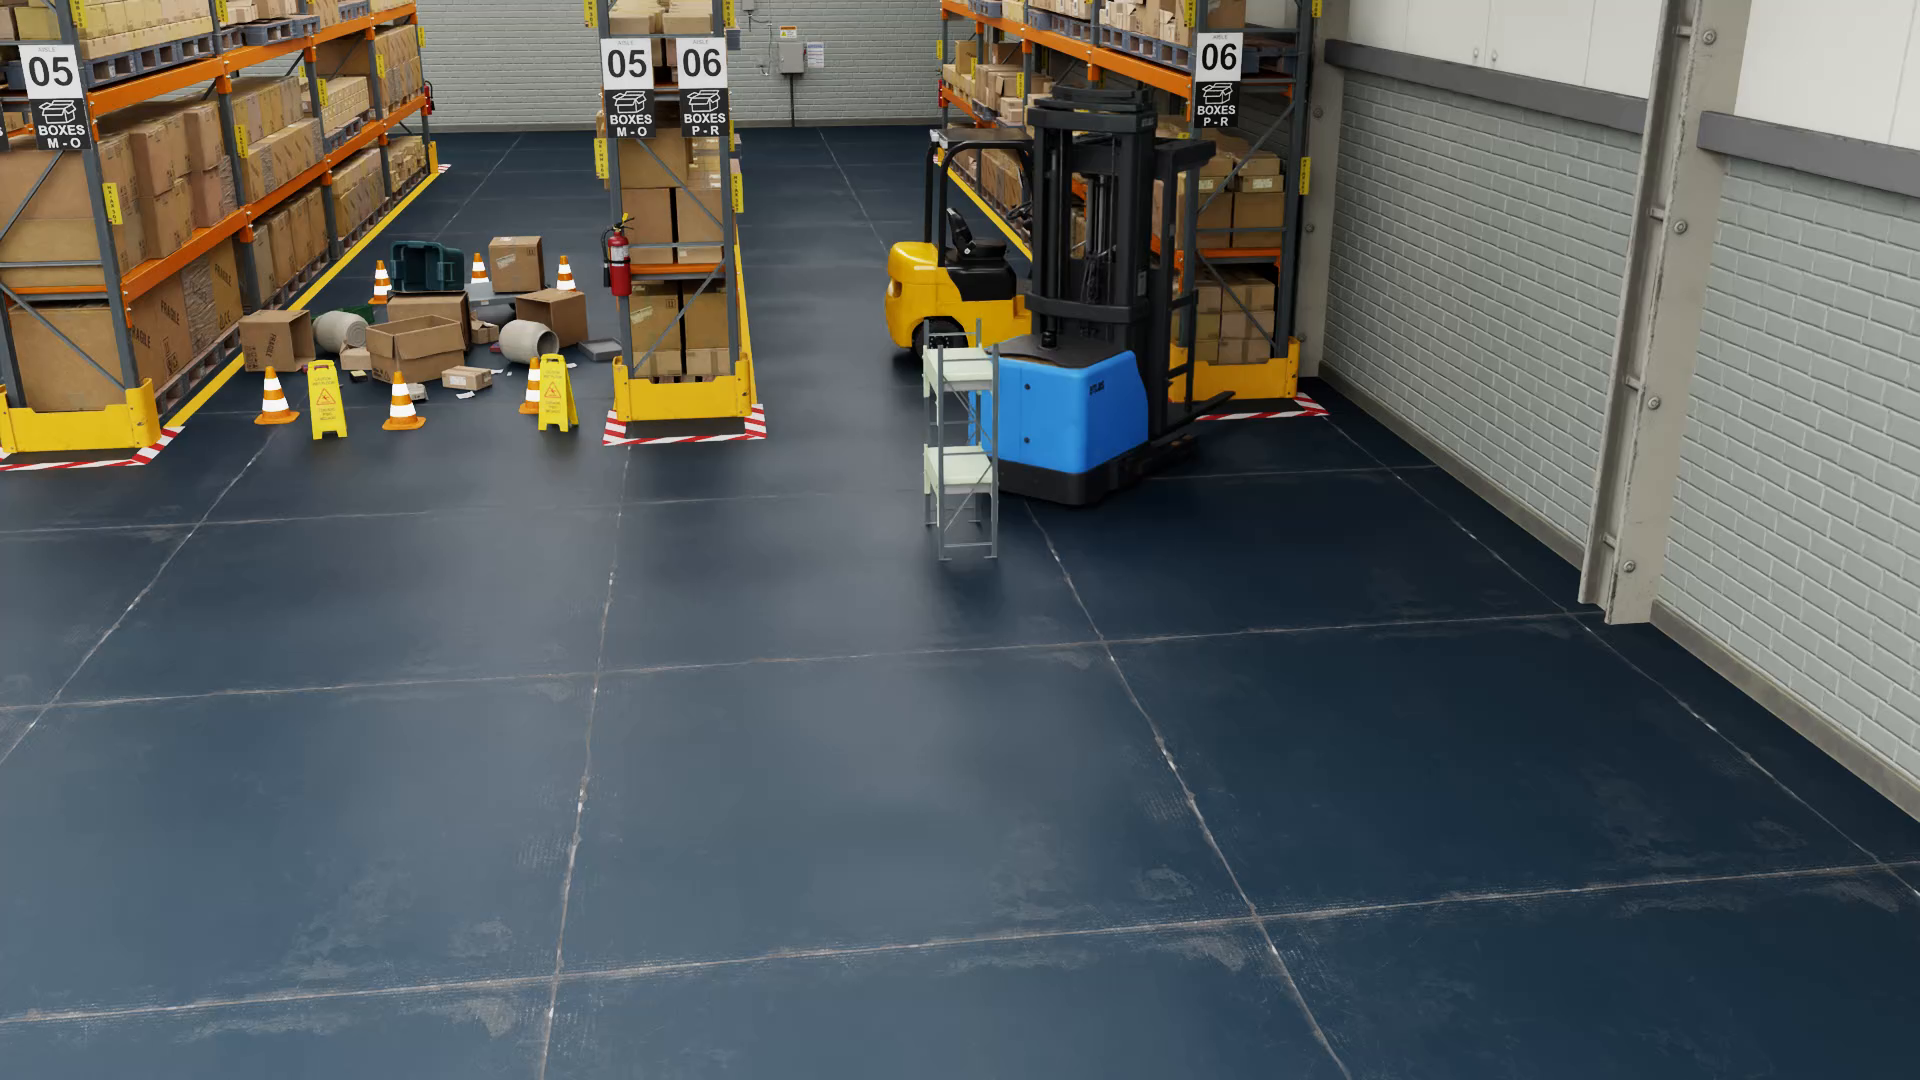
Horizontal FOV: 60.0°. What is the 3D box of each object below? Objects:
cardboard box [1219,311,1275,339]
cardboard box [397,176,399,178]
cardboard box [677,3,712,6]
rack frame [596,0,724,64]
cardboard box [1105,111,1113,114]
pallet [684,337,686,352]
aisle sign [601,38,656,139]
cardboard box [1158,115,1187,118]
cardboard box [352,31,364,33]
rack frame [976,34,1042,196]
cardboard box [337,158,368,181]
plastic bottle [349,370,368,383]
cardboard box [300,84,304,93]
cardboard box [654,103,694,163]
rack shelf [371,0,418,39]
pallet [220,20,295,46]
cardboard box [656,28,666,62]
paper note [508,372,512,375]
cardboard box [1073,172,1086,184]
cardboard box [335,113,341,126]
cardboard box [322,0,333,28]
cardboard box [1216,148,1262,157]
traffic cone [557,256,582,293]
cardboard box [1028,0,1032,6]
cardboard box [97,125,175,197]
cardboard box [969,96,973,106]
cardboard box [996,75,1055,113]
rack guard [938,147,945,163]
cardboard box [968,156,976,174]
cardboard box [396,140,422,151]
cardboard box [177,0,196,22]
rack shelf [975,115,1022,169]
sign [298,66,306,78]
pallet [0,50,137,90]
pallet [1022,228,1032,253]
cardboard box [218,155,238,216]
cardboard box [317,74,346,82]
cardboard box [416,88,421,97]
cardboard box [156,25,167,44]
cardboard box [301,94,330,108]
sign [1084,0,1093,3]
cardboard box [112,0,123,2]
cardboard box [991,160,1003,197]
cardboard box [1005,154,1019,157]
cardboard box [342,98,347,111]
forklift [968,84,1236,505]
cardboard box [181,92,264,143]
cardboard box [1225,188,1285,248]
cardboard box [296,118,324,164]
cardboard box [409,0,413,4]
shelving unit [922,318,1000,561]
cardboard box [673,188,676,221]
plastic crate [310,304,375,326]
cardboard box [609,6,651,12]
[{"bbox_3d":[2.626,-2.065,15.572,0.500,0.250,0.500,-3,21,-7],"label":"cardboard box"},{"bbox_3d":[-8.896,-5.546,25.753,0.380,0.149,0.250,-3,21,-8],"label":"cardboard box"},{"bbox_3d":[-2.484,-4.998,15.744,0.380,0.149,0.250,-3,21,-7],"label":"cardboard box"},{"bbox_3d":[-2.423,-5.307,13.065,1.000,3.000,0.127,-3,21,-8],"label":"rack frame"},{"bbox_3d":[1.942,-5.061,19.909,0.380,0.149,0.250,-3,21,-8],"label":"cardboard box"},{"bbox_3d":[-2.688,-1.921,16.559,1.003,0.211,1.213,-3,21,-8],"label":"pallet"},{"bbox_3d":[-2.701,-3.679,13.563,0.394,0.787,0.004,-3,21,-8],"label":"aisle sign"},{"bbox_3d":[2.257,-4.528,18.058,0.380,0.149,0.250,-3,21,-8],"label":"cardboard box"},{"bbox_3d":[-9.602,-7.706,26.064,0.500,0.500,0.500,-4,21,-9],"label":"cardboard box"},{"bbox_3d":[0.759,-6.903,25.912,1.000,3.000,0.127,-3,21,-8],"label":"rack frame"},{"bbox_3d":[-8.528,-5.138,23.086,0.500,0.250,0.500,-4,21,-10],"label":"cardboard box"},{"bbox_3d":[-5.729,-1.565,15.818,0.133,0.061,0.283,-11,23,-26],"label":"plastic bottle"},{"bbox_3d":[-9.283,-6.205,22.951,0.380,0.149,0.250,-3,21,-8],"label":"cardboard box"},{"bbox_3d":[-2.888,-3.844,15.724,0.700,0.500,0.500,-3,21,-8],"label":"cardboard box"},{"bbox_3d":[-9.325,-8.128,25.931,1.077,0.370,4.000,-3,21,-8],"label":"rack shelf"},{"bbox_3d":[-8.150,-5.692,18.650,1.003,0.211,1.213,-2,21,-5],"label":"pallet"},{"bbox_3d":[-2.821,-4.310,14.470,0.500,0.250,0.500,-3,21,-8],"label":"cardboard box"},{"bbox_3d":[-4.330,-1.600,15.986,0.032,0.001,0.123,-3,21,-8],"label":"paper note"},{"bbox_3d":[1.581,-4.224,18.954,0.500,0.250,0.500,-2,21,-7],"label":"cardboard box"},{"bbox_3d":[-8.483,-5.598,22.176,0.380,0.149,0.250,-2,21,-6],"label":"cardboard box"},{"bbox_3d":[-8.358,-6.818,21.254,0.500,0.500,0.500,-3,21,-8],"label":"cardboard box"},{"bbox_3d":[2.595,-3.549,15.435,0.380,0.149,0.250,-3,21,-7],"label":"cardboard box"},{"bbox_3d":[-4.563,-3.052,19.227,0.336,0.463,0.334,-3,21,-8],"label":"traffic cone"},{"bbox_3d":[1.085,-6.922,21.265,0.380,0.166,0.250,-3,21,-8],"label":"cardboard box"},{"bbox_3d":[-7.438,-3.305,14.521,0.875,0.550,0.550,-3,21,-8],"label":"cardboard box"},{"bbox_3d":[0.343,-7.061,26.694,0.380,0.149,0.250,-2,21,-6],"label":"cardboard box"},{"bbox_3d":[0.917,-6.319,23.601,0.797,0.503,0.637,-3,21,-9],"label":"cardboard box"},{"bbox_3d":[0.193,-7.091,29.987,1.175,0.500,0.348,-3,21,-8],"label":"rack guard"},{"bbox_3d":[0.336,-6.121,27.125,0.396,0.266,0.258,-2,21,-6],"label":"cardboard box"},{"bbox_3d":[-9.143,-6.548,27.585,0.380,0.149,0.250,-3,21,-9],"label":"cardboard box"},{"bbox_3d":[-7.485,-4.982,15.528,0.500,0.250,0.500,-3,21,-8],"label":"cardboard box"},{"bbox_3d":[1.047,-5.874,24.184,1.077,0.370,4.000,-3,21,-8],"label":"rack shelf"},{"bbox_3d":[-9.572,-6.743,24.244,0.100,0.325,0.005,-3,21,-8],"label":"sign"},{"bbox_3d":[-7.424,-3.832,13.529,1.003,0.211,1.213,-3,21,-8],"label":"pallet"},{"bbox_3d":[1.415,-3.925,21.924,1.003,0.211,1.213,-3,21,-8],"label":"pallet"},{"bbox_3d":[-7.818,-3.540,16.694,0.875,0.550,0.550,-3,21,-8],"label":"cardboard box"},{"bbox_3d":[-9.386,-6.706,24.817,0.500,0.500,0.500,-3,21,-8],"label":"cardboard box"},{"bbox_3d":[-9.286,-7.536,27.964,0.380,0.149,0.250,-3,21,-8],"label":"cardboard box"},{"bbox_3d":[-7.293,-4.490,14.779,0.380,0.149,0.250,-3,21,-8],"label":"cardboard box"},{"bbox_3d":[-8.407,-5.688,21.566,0.380,0.149,0.250,-3,21,-8],"label":"cardboard box"},{"bbox_3d":[1.376,-5.898,17.743,0.100,0.325,0.005,-3,21,-8],"label":"sign"},{"bbox_3d":[-7.148,-4.511,13.697,0.380,0.149,0.250,-3,21,-7],"label":"cardboard box"},{"bbox_3d":[0.760,-5.393,24.842,0.500,0.500,0.500,-4,21,-9],"label":"cardboard box"},{"bbox_3d":[0.865,-5.554,24.346,0.380,0.149,0.250,-3,21,-8],"label":"cardboard box"},{"bbox_3d":[-8.560,-5.917,22.605,0.380,0.149,0.250,-2,21,-6],"label":"cardboard box"},{"bbox_3d":[1.288,-2.087,13.116,1.130,2.935,3.031,13,24,32],"label":"forklift"},{"bbox_3d":[-8.109,-4.637,18.272,0.700,0.500,0.500,-3,21,-7],"label":"cardboard box"},{"bbox_3d":[2.692,-2.981,15.267,0.500,0.500,0.500,-2,21,-6],"label":"cardboard box"},{"bbox_3d":[-8.129,-4.887,20.369,0.500,0.500,0.500,-3,21,-8],"label":"cardboard box"},{"bbox_3d":[-9.286,-8.943,27.300,0.500,0.250,0.500,-3,21,-9],"label":"cardboard box"},{"bbox_3d":[0.001,-0.700,11.448,0.431,1.500,0.755,-3,21,-8],"label":"shelving unit"},{"bbox_3d":[-2.910,-3.204,15.440,0.500,0.500,0.500,-3,21,-8],"label":"cardboard box"},{"bbox_3d":[-6.562,-2.313,17.558,0.450,0.188,0.662,-2,18,24],"label":"plastic crate"},{"bbox_3d":[-3.018,-4.789,15.185,0.380,0.149,0.250,-2,21,-6],"label":"cardboard box"}]
